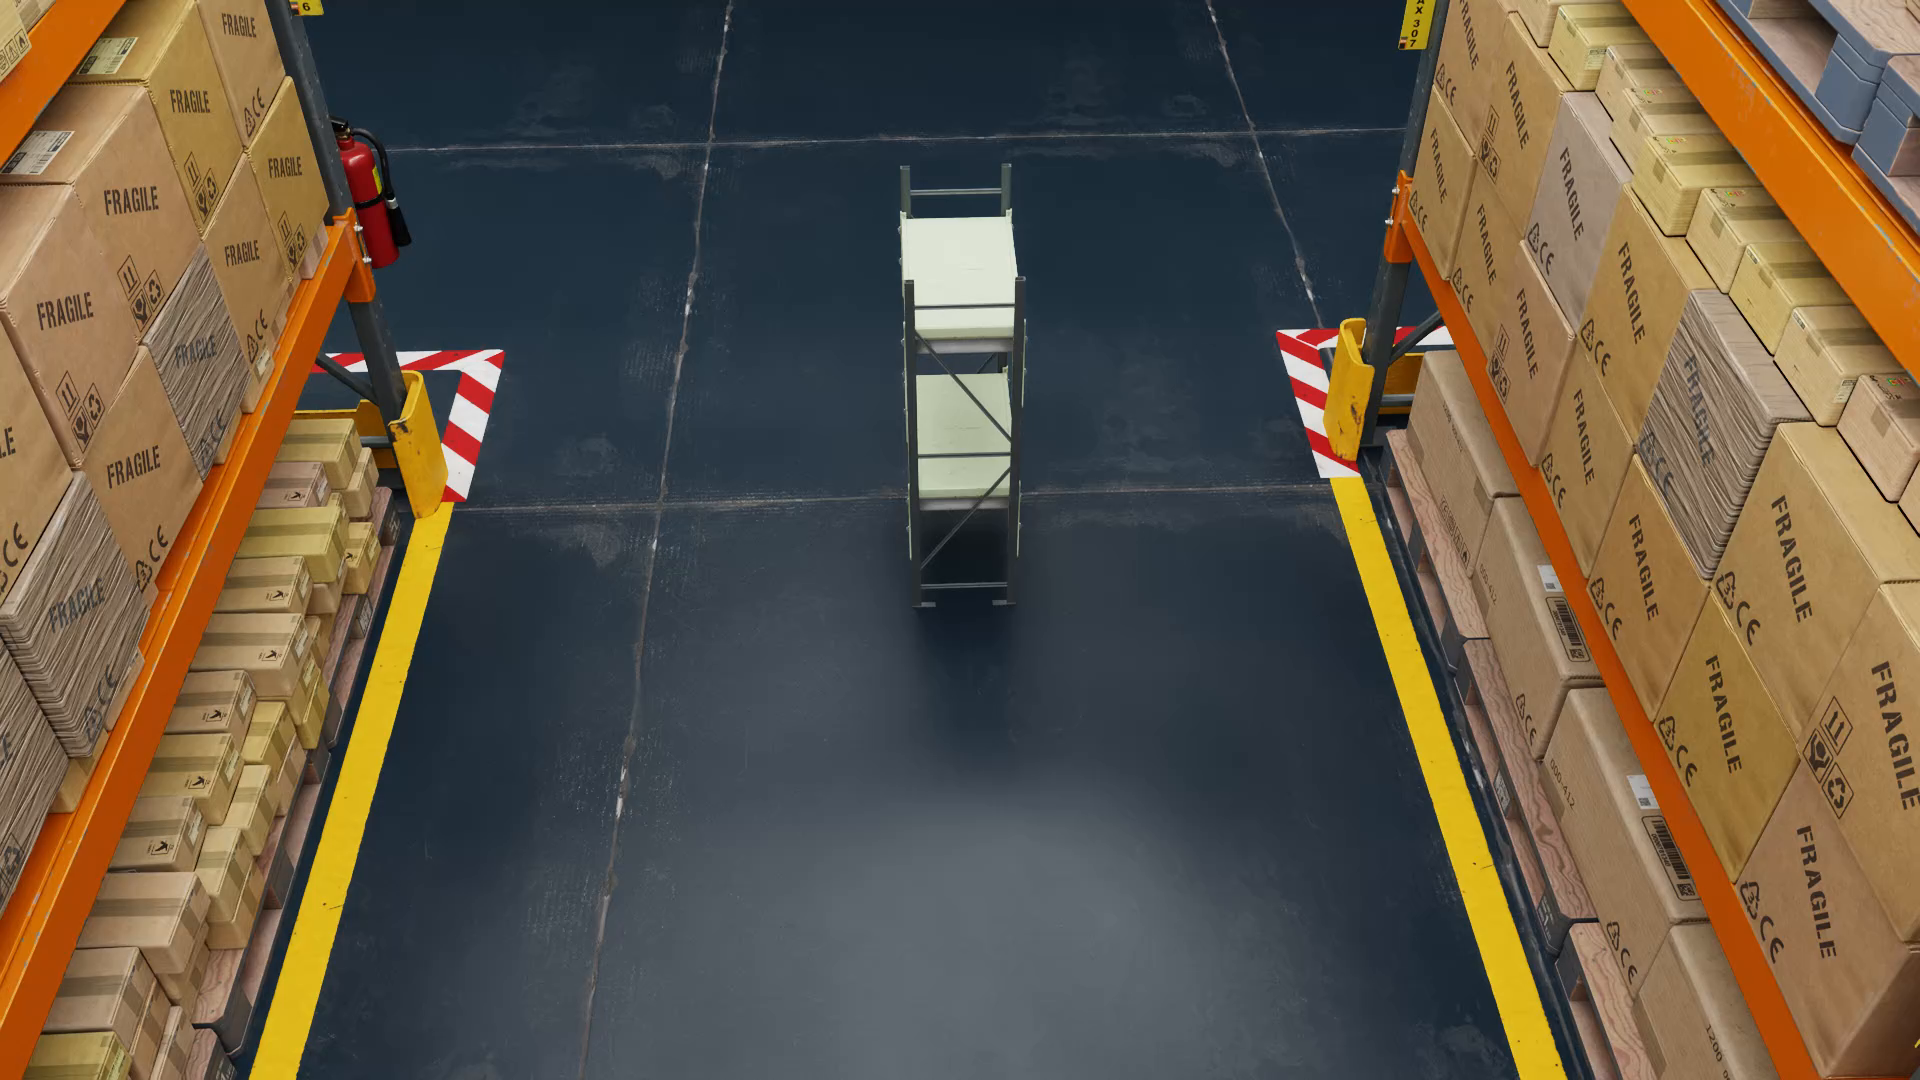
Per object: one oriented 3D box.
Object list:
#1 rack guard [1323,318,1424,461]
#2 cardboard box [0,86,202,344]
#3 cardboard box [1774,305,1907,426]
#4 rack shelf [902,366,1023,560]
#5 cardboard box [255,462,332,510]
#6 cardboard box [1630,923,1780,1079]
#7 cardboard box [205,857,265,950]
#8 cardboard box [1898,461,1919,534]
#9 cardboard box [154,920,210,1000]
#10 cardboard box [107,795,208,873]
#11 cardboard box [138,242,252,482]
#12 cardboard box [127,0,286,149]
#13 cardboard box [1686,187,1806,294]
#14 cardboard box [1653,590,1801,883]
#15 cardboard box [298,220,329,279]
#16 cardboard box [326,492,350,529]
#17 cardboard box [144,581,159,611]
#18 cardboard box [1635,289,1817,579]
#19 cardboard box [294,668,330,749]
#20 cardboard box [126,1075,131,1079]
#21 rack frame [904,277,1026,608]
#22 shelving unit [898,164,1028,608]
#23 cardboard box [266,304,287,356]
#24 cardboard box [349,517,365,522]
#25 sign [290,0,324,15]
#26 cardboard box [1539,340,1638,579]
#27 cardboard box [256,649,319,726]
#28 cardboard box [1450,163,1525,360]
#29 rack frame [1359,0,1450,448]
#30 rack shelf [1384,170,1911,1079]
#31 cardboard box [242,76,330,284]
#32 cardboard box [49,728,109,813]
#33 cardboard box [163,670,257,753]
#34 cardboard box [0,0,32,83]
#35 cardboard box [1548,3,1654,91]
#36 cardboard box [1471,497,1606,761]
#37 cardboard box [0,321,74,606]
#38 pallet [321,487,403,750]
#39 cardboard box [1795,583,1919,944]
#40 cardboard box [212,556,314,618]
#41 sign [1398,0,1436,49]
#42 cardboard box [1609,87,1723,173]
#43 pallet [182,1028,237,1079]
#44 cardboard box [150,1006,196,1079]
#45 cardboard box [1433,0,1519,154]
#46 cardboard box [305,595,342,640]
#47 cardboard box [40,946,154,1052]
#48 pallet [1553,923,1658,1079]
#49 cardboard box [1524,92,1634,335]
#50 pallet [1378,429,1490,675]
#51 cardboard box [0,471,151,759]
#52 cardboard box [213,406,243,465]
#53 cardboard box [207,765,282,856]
[{"bbox_3d":[2.187,-0.652,7.092,1.175,0.500,0.348,-2,43,-2],"label":"rack guard"},{"bbox_3d":[-2.433,-0.868,4.443,0.500,0.500,0.500,0,43,0],"label":"cardboard box"},{"bbox_3d":[2.048,-0.389,3.660,0.380,0.149,0.250,-2,43,-2],"label":"cardboard box"},{"bbox_3d":[0.000,-0.308,6.459,0.431,0.370,0.720,-2,43,-2],"label":"rack shelf"},{"bbox_3d":[-2.525,-0.149,6.051,0.380,0.149,0.250,-1,43,-1],"label":"cardboard box"},{"bbox_3d":[2.438,1.506,4.473,0.875,0.438,0.875,-2,43,-2],"label":"cardboard box"},{"bbox_3d":[-2.374,1.119,5.108,0.380,0.149,0.250,-3,43,-3],"label":"cardboard box"},{"bbox_3d":[2.123,-0.050,3.291,0.380,0.149,0.250,-2,43,-2],"label":"cardboard box"},{"bbox_3d":[-2.423,1.185,4.816,0.380,0.149,0.250,0,43,0],"label":"cardboard box"},{"bbox_3d":[-2.461,0.903,4.903,0.380,0.149,0.250,-3,43,-4],"label":"cardboard box"},{"bbox_3d":[-2.430,-0.508,4.790,0.500,0.500,0.500,-2,43,-2],"label":"cardboard box"},{"bbox_3d":[-2.486,-1.561,5.198,0.500,0.500,0.500,-2,43,-3],"label":"cardboard box"},{"bbox_3d":[2.010,-0.731,4.033,0.380,0.149,0.250,-2,43,-2],"label":"cardboard box"},{"bbox_3d":[2.055,0.453,3.962,0.500,0.500,0.500,-3,43,-3],"label":"cardboard box"},{"bbox_3d":[-2.457,-1.043,5.853,0.380,0.149,0.250,-2,43,-2],"label":"cardboard box"},{"bbox_3d":[-2.489,-0.035,6.147,0.380,0.149,0.250,-3,43,-3],"label":"cardboard box"},{"bbox_3d":[-2.431,0.178,4.522,0.380,0.149,0.250,0,43,0],"label":"cardboard box"},{"bbox_3d":[2.017,-0.259,3.999,0.500,0.500,0.500,-1,43,-1],"label":"cardboard box"},{"bbox_3d":[-2.389,0.586,5.689,0.380,0.149,0.250,-3,43,-4],"label":"cardboard box"},{"bbox_3d":[-2.426,1.554,4.414,0.380,0.149,0.250,-2,43,-2],"label":"cardboard box"},{"bbox_3d":[0.016,-0.301,5.969,0.400,1.500,0.023,-2,43,-2],"label":"rack frame"},{"bbox_3d":[0.000,-0.548,6.238,0.431,1.500,0.755,-2,43,-2],"label":"shelving unit"},{"bbox_3d":[-2.459,-0.705,5.485,0.380,0.149,0.250,-2,43,-2],"label":"cardboard box"},{"bbox_3d":[-2.523,-0.102,6.440,0.380,0.149,0.250,-1,43,-1],"label":"cardboard box"},{"bbox_3d":[-2.198,-1.893,5.504,0.100,0.325,0.005,-2,43,-2],"label":"sign"},{"bbox_3d":[2.012,-0.240,4.718,0.500,0.500,0.500,0,43,0],"label":"cardboard box"},{"bbox_3d":[-2.387,0.487,5.577,0.380,0.149,0.250,-1,43,-1],"label":"cardboard box"},{"bbox_3d":[1.970,-0.921,5.461,0.500,0.500,0.500,-2,43,-2],"label":"cardboard box"},{"bbox_3d":[2.188,-1.558,6.229,1.000,3.000,0.127,-2,43,-2],"label":"rack frame"},{"bbox_3d":[2.273,0.058,4.999,1.077,0.370,4.000,-2,43,-2],"label":"rack shelf"},{"bbox_3d":[-2.477,-1.198,5.543,0.500,0.500,0.500,-1,43,-1],"label":"cardboard box"},{"bbox_3d":[-2.369,0.539,4.128,0.380,0.149,0.250,-1,43,-1],"label":"cardboard box"},{"bbox_3d":[-2.472,0.560,5.278,0.380,0.149,0.250,-3,43,-3],"label":"cardboard box"},{"bbox_3d":[-2.391,-1.060,3.578,0.500,0.250,0.500,0,43,0],"label":"cardboard box"},{"bbox_3d":[1.934,-1.424,4.789,0.380,0.149,0.250,-3,43,-3],"label":"cardboard box"},{"bbox_3d":[2.363,0.292,5.796,0.875,0.438,0.875,-1,43,-1],"label":"cardboard box"},{"bbox_3d":[-2.387,-0.164,3.675,0.500,0.500,0.500,-1,43,-1],"label":"cardboard box"},{"bbox_3d":[-2.751,0.281,6.287,1.003,0.211,1.213,-2,43,-2],"label":"pallet"},{"bbox_3d":[2.062,0.427,3.250,0.500,0.500,0.500,-2,43,-2],"label":"cardboard box"},{"bbox_3d":[-2.439,0.199,5.672,0.380,0.149,0.250,-3,43,-4],"label":"cardboard box"},{"bbox_3d":[1.633,-1.894,5.897,0.100,0.325,0.005,-2,43,-2],"label":"sign"},{"bbox_3d":[1.966,-1.078,4.412,0.380,0.149,0.250,-1,43,-1],"label":"cardboard box"},{"bbox_3d":[-2.648,1.929,4.490,1.003,0.211,1.213,-2,43,-2],"label":"pallet"},{"bbox_3d":[-2.413,1.478,4.716,0.380,0.149,0.250,-2,43,-3],"label":"cardboard box"},{"bbox_3d":[1.923,-1.631,5.495,0.500,0.500,0.500,-3,43,-3],"label":"cardboard box"},{"bbox_3d":[-2.486,0.250,6.057,0.380,0.149,0.250,-2,43,-2],"label":"cardboard box"},{"bbox_3d":[-2.438,1.259,4.515,0.380,0.149,0.250,-3,43,-3],"label":"cardboard box"},{"bbox_3d":[2.403,1.655,4.788,1.003,0.211,1.213,-2,43,-2],"label":"pallet"},{"bbox_3d":[1.982,-0.935,4.736,0.500,0.500,0.500,-2,43,-2],"label":"cardboard box"},{"bbox_3d":[2.300,0.008,6.585,1.003,0.211,1.213,-2,43,-2],"label":"pallet"},{"bbox_3d":[-2.367,0.190,4.029,0.500,0.500,0.500,-2,43,-3],"label":"cardboard box"},{"bbox_3d":[-2.443,-0.354,5.103,0.380,0.149,0.250,-3,43,-4],"label":"cardboard box"},{"bbox_3d":[-2.356,0.846,5.186,0.380,0.149,0.250,-1,43,-1],"label":"cardboard box"}]
